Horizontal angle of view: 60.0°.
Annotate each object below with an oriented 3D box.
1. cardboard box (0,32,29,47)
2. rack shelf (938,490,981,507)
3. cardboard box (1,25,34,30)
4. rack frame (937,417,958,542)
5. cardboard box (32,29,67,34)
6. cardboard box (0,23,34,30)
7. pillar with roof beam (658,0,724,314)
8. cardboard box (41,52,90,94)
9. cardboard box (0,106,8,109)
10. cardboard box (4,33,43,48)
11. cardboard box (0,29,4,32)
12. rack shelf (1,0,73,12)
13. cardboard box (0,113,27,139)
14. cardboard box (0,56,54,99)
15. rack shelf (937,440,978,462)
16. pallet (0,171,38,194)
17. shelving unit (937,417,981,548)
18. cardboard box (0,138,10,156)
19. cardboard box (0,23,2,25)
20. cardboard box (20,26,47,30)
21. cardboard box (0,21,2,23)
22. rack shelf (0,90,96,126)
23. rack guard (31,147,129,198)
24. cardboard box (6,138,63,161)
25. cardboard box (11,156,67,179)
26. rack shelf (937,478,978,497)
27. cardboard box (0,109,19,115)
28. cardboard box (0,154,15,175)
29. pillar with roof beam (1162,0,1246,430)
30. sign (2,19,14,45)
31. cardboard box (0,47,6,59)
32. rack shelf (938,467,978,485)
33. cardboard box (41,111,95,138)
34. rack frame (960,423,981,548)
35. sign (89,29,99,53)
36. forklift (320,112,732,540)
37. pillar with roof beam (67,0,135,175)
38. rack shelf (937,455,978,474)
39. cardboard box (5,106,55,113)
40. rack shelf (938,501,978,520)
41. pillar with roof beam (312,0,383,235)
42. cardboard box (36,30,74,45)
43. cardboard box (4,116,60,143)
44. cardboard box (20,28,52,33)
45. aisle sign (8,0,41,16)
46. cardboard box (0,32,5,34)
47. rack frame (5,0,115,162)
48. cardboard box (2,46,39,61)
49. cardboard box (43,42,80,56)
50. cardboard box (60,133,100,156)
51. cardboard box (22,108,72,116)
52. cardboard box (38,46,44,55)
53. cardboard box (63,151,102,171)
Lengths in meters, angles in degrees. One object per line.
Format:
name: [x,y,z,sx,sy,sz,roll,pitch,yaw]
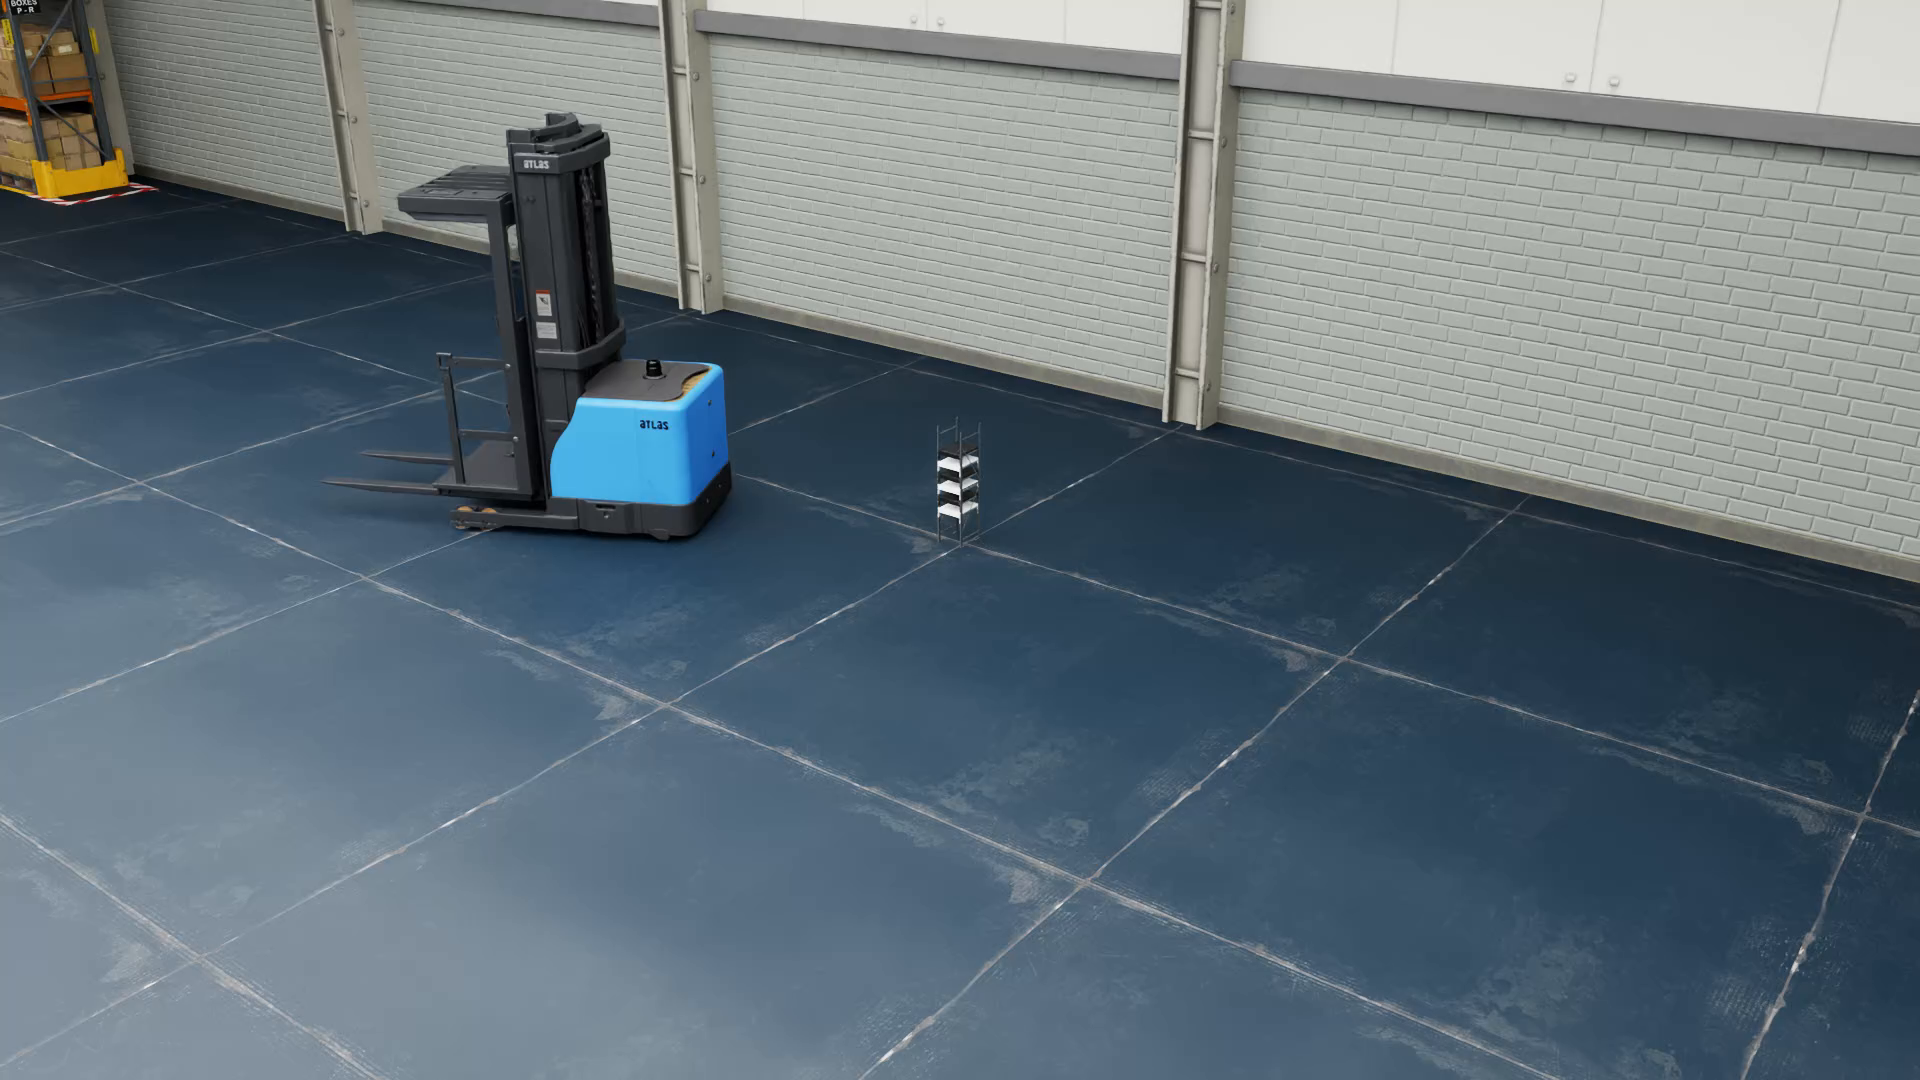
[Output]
cardboard box: [-12.993,-6.860,22.801,0.250,0.149,0.380,17,29,33]
rack shelf: [-0.006,-0.301,12.123,0.200,0.077,0.258,17,29,33]
cardboard box: [-13.328,-7.195,23.563,0.250,0.149,0.380,18,29,35]
rack frame: [-0.088,-0.438,12.129,0.006,0.900,0.240,17,29,33]
cardboard box: [-12.680,-7.026,23.179,0.250,0.149,0.380,18,29,35]
cardboard box: [-13.479,-7.291,23.779,0.250,0.149,0.380,16,28,32]
pillar with roof beam: [-5.360,-5.226,12.951,0.400,9.000,9.100,17,29,33]
cardboard box: [-12.594,-6.568,23.312,0.500,0.500,0.500,18,29,35]
cardboard box: [-13.837,-6.252,24.368,0.500,0.250,0.500,16,28,32]
cardboard box: [-12.777,-6.810,22.688,0.250,0.149,0.380,17,29,33]
cardboard box: [-13.373,-6.998,23.116,0.250,0.149,0.380,17,29,34]
rack shelf: [-13.964,-7.840,23.495,4.000,0.370,1.077,17,29,33]
cardboard box: [-13.332,-5.836,23.425,0.500,0.250,0.500,17,29,34]
cardboard box: [-12.915,-6.393,22.915,0.500,0.500,0.500,16,28,32]
rack shelf: [-0.006,-0.630,11.978,0.200,0.077,0.258,17,29,33]
pallet: [-13.001,-5.208,23.808,1.213,0.211,1.003,17,29,33]
shelving unit: [-0.006,-0.414,12.073,0.210,0.900,0.258,17,29,33]
cardboard box: [-13.336,-5.617,23.547,0.500,0.250,0.500,16,29,33]
cardboard box: [-13.725,-7.325,23.857,0.250,0.149,0.380,17,29,34]
cardboard box: [-13.103,-7.140,23.436,0.250,0.149,0.380,17,29,34]
cardboard box: [-13.939,-7.388,23.999,0.250,0.149,0.380,18,29,35]
rack shelf: [-13.964,-6.467,24.100,4.000,0.370,1.077,17,29,33]
rack guard: [-12.345,-5.163,23.348,0.348,0.500,1.175,17,29,33]
cardboard box: [-12.941,-5.492,23.264,0.500,0.250,0.500,16,29,33]
cardboard box: [-12.929,-5.258,23.353,0.500,0.250,0.500,17,29,34]
rack shelf: [-0.006,-0.383,12.086,0.200,0.077,0.258,17,29,33]
cardboard box: [-13.741,-5.955,23.695,0.500,0.250,0.500,17,29,34]
cardboard box: [-13.322,-5.382,23.633,0.500,0.250,0.500,17,29,33]
pillar with roof beam: [-0.559,-3.775,9.658,0.400,9.000,9.100,17,29,33]
sign: [-12.700,-6.779,22.186,0.005,0.325,0.100,17,29,33]
cardboard box: [-13.032,-6.701,22.810,0.250,0.149,0.380,17,29,34]
rack shelf: [-0.006,-0.466,12.050,0.200,0.077,0.258,17,29,33]
cardboard box: [-12.635,-5.881,23.528,0.500,0.250,0.500,16,29,33]
rack frame: [0.075,-0.389,12.017,0.006,0.900,0.240,17,29,33]
sign: [-12.026,-6.923,23.070,0.005,0.325,0.100,17,29,33]
forklift: [-3.347,-1.612,12.272,3.031,2.935,1.130,4,24,9]
pillar with roof beam: [-14.962,-8.128,19.537,0.400,9.000,9.100,17,29,33]
rack shelf: [-0.006,-0.548,12.014,0.200,0.077,0.258,17,29,33]
cardboard box: [-13.431,-6.125,24.081,0.500,0.250,0.500,17,29,33]
rack shelf: [-0.006,-0.219,12.159,0.200,0.077,0.258,17,29,33]
pillar with roof beam: [-10.161,-6.677,16.244,0.400,9.000,9.100,17,29,33]
cardboard box: [-12.505,-6.941,22.987,0.250,0.149,0.380,16,28,32]
cardboard box: [-12.919,-5.715,23.149,0.500,0.250,0.500,18,29,35]
cardboard box: [-12.913,-7.075,23.290,0.250,0.149,0.380,17,29,34]
aisle sign: [-12.488,-7.392,22.082,0.004,0.787,0.394,17,29,33]
cardboard box: [-13.219,-6.914,22.925,0.250,0.149,0.380,18,29,34]
rack frame: [-12.364,-6.313,22.857,0.127,3.000,1.000,17,29,33]
cardboard box: [-12.809,-6.649,22.691,0.250,0.149,0.380,17,29,34]
cardboard box: [-12.480,-6.821,23.082,0.250,0.149,0.380,16,28,32]
cardboard box: [-12.616,-5.656,23.636,0.500,0.250,0.500,17,29,34]
cardboard box: [-13.037,-6.001,23.799,0.500,0.250,0.500,17,29,33]
cardboard box: [-12.715,-6.860,23.171,0.250,0.149,0.380,17,29,33]
cardboard box: [-12.640,-5.428,23.739,0.500,0.250,0.500,17,29,34]
